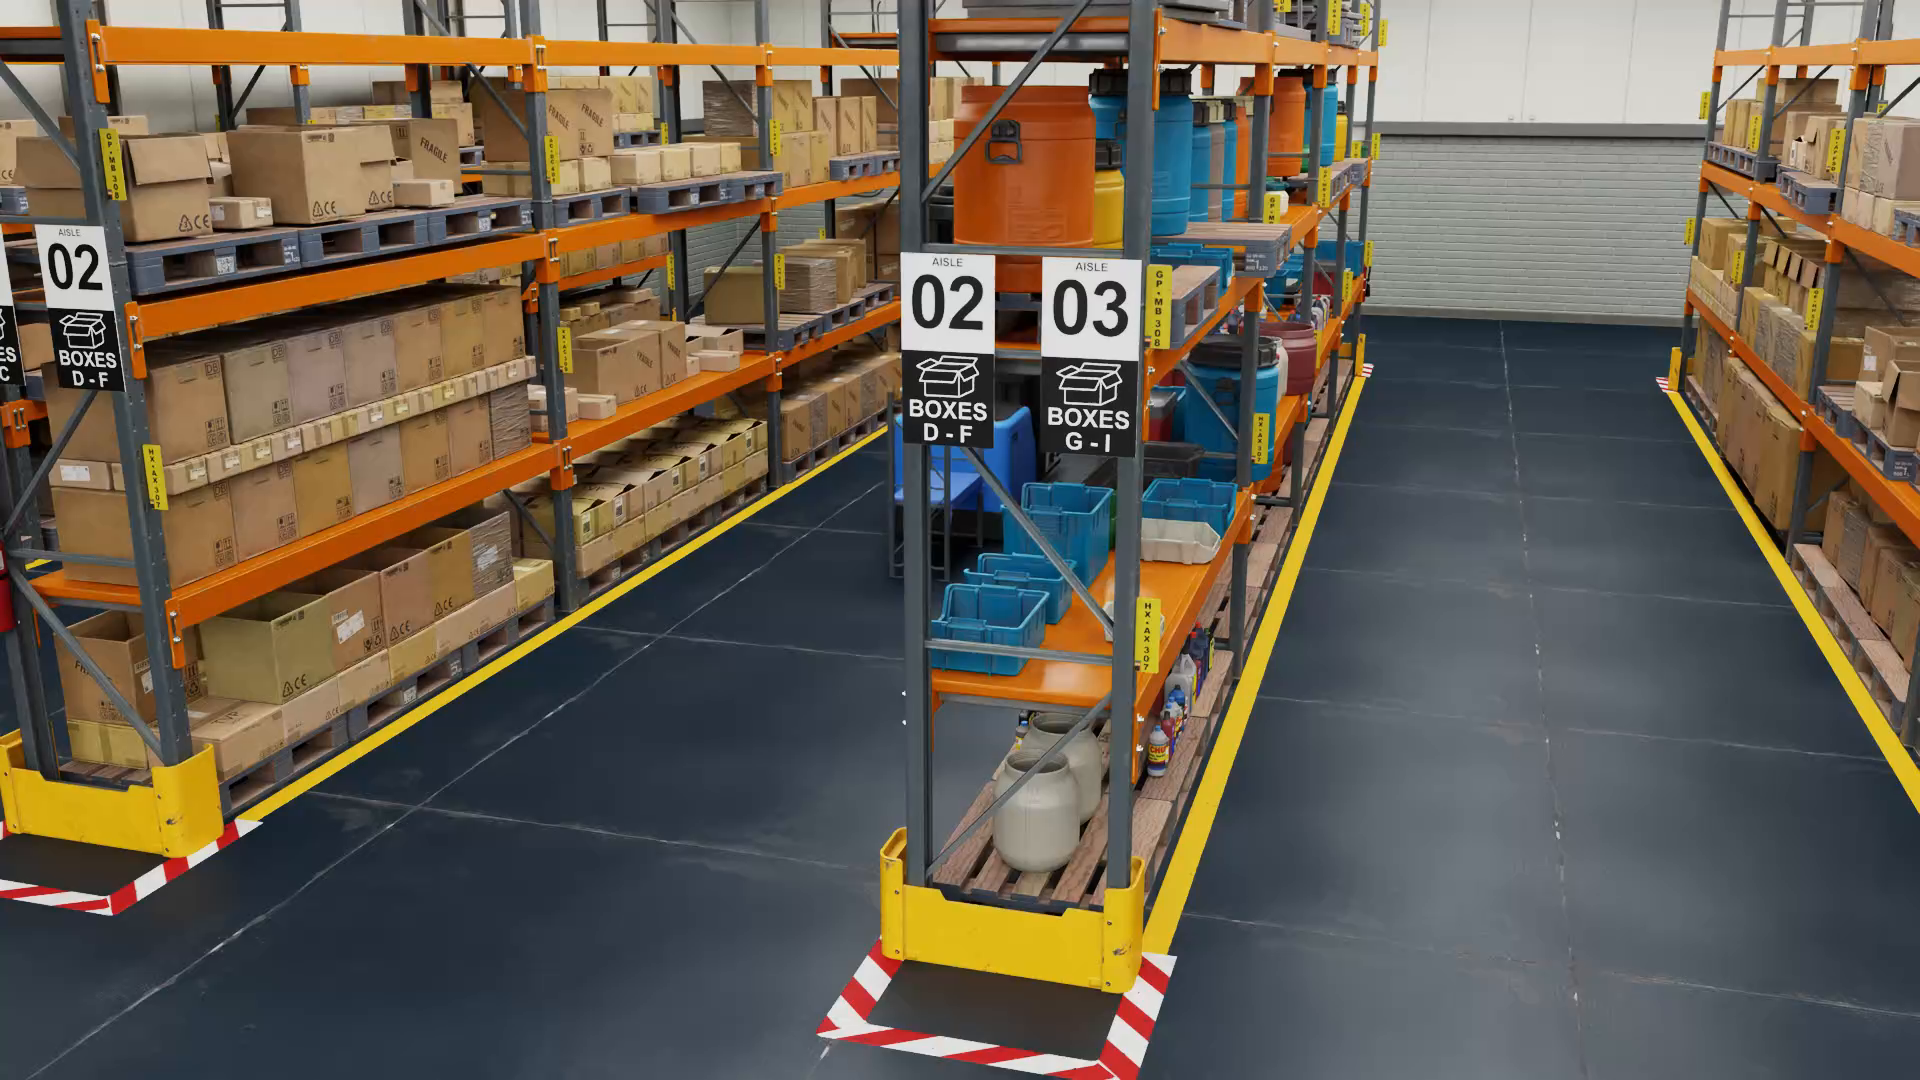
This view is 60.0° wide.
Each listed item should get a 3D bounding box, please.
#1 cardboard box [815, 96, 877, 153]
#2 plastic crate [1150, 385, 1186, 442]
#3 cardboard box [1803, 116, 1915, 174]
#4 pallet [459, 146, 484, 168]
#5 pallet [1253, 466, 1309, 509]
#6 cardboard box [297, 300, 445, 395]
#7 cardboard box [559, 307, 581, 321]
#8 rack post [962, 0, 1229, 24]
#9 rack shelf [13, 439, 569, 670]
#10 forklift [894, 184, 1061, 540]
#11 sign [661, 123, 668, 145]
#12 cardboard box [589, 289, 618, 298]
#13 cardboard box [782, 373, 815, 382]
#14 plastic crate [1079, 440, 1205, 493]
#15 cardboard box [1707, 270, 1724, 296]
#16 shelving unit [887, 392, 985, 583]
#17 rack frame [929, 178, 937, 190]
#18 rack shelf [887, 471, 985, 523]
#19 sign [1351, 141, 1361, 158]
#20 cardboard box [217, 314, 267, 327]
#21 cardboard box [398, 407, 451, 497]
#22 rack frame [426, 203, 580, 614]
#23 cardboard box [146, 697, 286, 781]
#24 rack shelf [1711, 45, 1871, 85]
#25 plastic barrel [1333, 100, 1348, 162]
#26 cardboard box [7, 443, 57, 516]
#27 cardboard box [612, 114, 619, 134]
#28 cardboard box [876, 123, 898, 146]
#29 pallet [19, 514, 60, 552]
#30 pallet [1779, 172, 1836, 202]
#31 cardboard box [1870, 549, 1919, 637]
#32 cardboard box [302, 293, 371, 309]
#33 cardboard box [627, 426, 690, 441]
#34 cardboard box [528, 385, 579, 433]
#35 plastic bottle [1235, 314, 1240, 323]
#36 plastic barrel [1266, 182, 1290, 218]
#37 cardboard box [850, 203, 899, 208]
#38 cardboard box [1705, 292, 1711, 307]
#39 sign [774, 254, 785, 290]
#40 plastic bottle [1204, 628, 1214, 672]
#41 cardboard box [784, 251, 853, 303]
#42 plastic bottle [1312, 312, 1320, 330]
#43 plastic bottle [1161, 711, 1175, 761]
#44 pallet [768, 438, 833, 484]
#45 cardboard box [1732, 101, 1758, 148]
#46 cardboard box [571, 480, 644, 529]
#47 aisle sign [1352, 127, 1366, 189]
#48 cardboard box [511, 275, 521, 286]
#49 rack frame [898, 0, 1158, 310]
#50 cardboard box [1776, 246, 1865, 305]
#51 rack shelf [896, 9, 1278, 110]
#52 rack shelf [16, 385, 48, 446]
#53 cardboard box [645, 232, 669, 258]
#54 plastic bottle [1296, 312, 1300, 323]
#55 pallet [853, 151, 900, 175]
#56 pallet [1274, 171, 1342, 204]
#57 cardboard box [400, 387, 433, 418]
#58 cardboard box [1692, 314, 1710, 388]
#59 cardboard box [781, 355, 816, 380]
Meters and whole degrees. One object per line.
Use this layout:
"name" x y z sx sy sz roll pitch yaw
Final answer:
"cardboard box" -1.296 -4.653 18.605 0.600 0.600 0.600 3 16 11
"plastic crate" 1.407 -0.865 11.911 0.392 0.384 0.575 5 16 16
"cardboard box" 7.838 -3.453 14.552 0.797 0.503 0.637 4 16 15
"pallet" -6.046 -4.529 19.652 0.805 0.209 1.217 4 16 14
"pallet" 2.713 -0.474 15.615 1.003 0.211 1.213 5 16 16
"cardboard box" -3.761 -1.237 10.635 0.700 0.500 0.500 5 16 16
"cardboard box" -5.250 -2.996 22.017 0.380 0.149 0.250 5 17 18
"rack post" 0.592 -2.347 7.029 0.937 0.300 0.954 7 17 22
"rack shelf" -3.924 -0.076 10.418 1.077 0.370 4.000 5 16 16
"forklift" 0.313 -1.769 15.195 1.130 2.935 3.031 4 16 15
"sign" -2.739 -3.726 15.524 0.100 0.325 0.005 5 16 16
"cardboard box" -5.099 -3.504 23.809 0.380 0.149 0.250 5 16 16
"cardboard box" -1.888 -1.537 18.025 0.500 0.500 0.500 4 16 14
"plastic crate" 1.121 -0.403 10.367 0.767 0.338 0.504 5 16 16
"cardboard box" 8.725 -2.877 18.706 0.500 0.250 0.500 4 16 15
"shelving unit" -0.184 -0.541 13.486 0.538 1.500 1.048 4 16 15
"rack frame" 0.054 -4.085 23.233 1.000 3.000 0.127 5 16 16
"rack shelf" -0.184 -0.367 13.536 0.538 0.185 1.000 4 16 15
"sign" 4.192 -4.057 17.623 0.100 0.325 0.005 5 16 16
"cardboard box" -7.227 -2.362 16.172 0.700 0.500 0.500 3 16 11
"cardboard box" -3.766 -0.607 10.790 0.700 0.500 0.500 5 17 17
"rack frame" -3.356 -0.945 12.164 1.000 3.000 0.127 5 16 16
"cardboard box" -4.127 1.099 9.227 0.500 0.250 0.500 5 16 16
"rack shelf" 8.983 -5.140 18.011 1.077 0.370 4.000 5 16 16
"plastic barrel" 3.601 -4.134 16.796 0.600 0.588 0.600 0 16 0
"cardboard box" -7.913 -0.531 14.480 0.700 0.500 0.500 5 17 18
"cardboard box" -4.940 -5.604 22.414 0.500 0.250 0.500 4 16 14
"cardboard box" -0.706 -4.757 19.467 0.500 0.250 0.500 5 16 16
"pallet" -7.887 -0.191 14.614 1.003 0.211 1.213 5 16 16
"pallet" 7.725 -3.040 14.399 1.003 0.211 1.213 5 17 18
"cardboard box" 6.648 0.386 11.245 0.700 0.500 0.500 3 16 11
"cardboard box" -6.586 -2.683 17.526 0.500 0.500 0.500 5 17 18
"cardboard box" -2.791 -0.888 15.206 0.500 0.311 0.500 4 16 14
"cardboard box" -3.258 -1.005 12.651 0.500 0.250 0.500 6 17 19
"plastic bottle" 2.708 -2.067 16.333 0.061 0.283 0.133 5 16 16
"plastic barrel" 2.391 -2.632 12.869 0.301 0.262 0.301 0 16 0
"cardboard box" -1.044 -3.854 20.404 0.500 0.500 0.500 4 16 15
"cardboard box" 8.698 -2.725 18.899 0.380 0.149 0.250 4 16 14
"sign" -1.686 -2.506 15.547 0.100 0.325 0.005 5 16 16
"plastic bottle" 1.572 0.687 10.583 0.061 0.283 0.133 5 17 19
"cardboard box" -1.525 -2.821 17.826 0.700 0.500 0.500 1 16 2
"plastic bottle" 3.512 -2.142 16.611 0.152 0.276 0.135 5 16 16
"plastic bottle" 1.151 1.074 9.219 0.061 0.283 0.133 5 17 17
"pallet" -1.971 -0.842 16.913 1.003 0.211 1.213 5 16 16
"cardboard box" 9.079 -4.640 18.557 0.700 0.500 0.500 3 16 12
"cardboard box" -2.852 -0.313 13.179 0.500 0.311 0.500 4 16 15
"aisle sign" 5.104 -4.946 21.507 0.394 0.787 0.004 5 16 16
"cardboard box" -5.658 -3.200 20.537 0.380 0.149 0.250 5 17 16
"rack frame" 0.255 -2.400 6.299 1.000 3.000 0.127 5 16 16
"cardboard box" 8.034 -2.453 15.460 0.797 0.503 0.637 5 17 16
"rack shelf" 0.824 -2.384 8.296 1.077 0.370 4.000 5 16 16
"rack shelf" -7.538 -1.505 15.458 1.077 0.370 4.000 5 16 16
"cardboard box" -4.832 -4.478 24.070 0.980 0.700 0.700 5 17 18
"plastic bottle" 3.387 -2.144 16.628 0.097 0.271 0.097 0 16 0
"pallet" -1.335 -4.226 18.578 1.213 0.211 1.003 5 16 16
"pallet" 2.840 -3.151 14.792 1.003 0.211 1.213 5 16 16
"cardboard box" -3.590 -0.885 10.582 0.380 0.149 0.250 5 17 17
"cardboard box" 9.446 -2.322 20.142 0.875 0.875 0.875 5 16 16
"cardboard box" -1.880 -1.907 17.957 0.500 0.250 0.500 4 16 15
